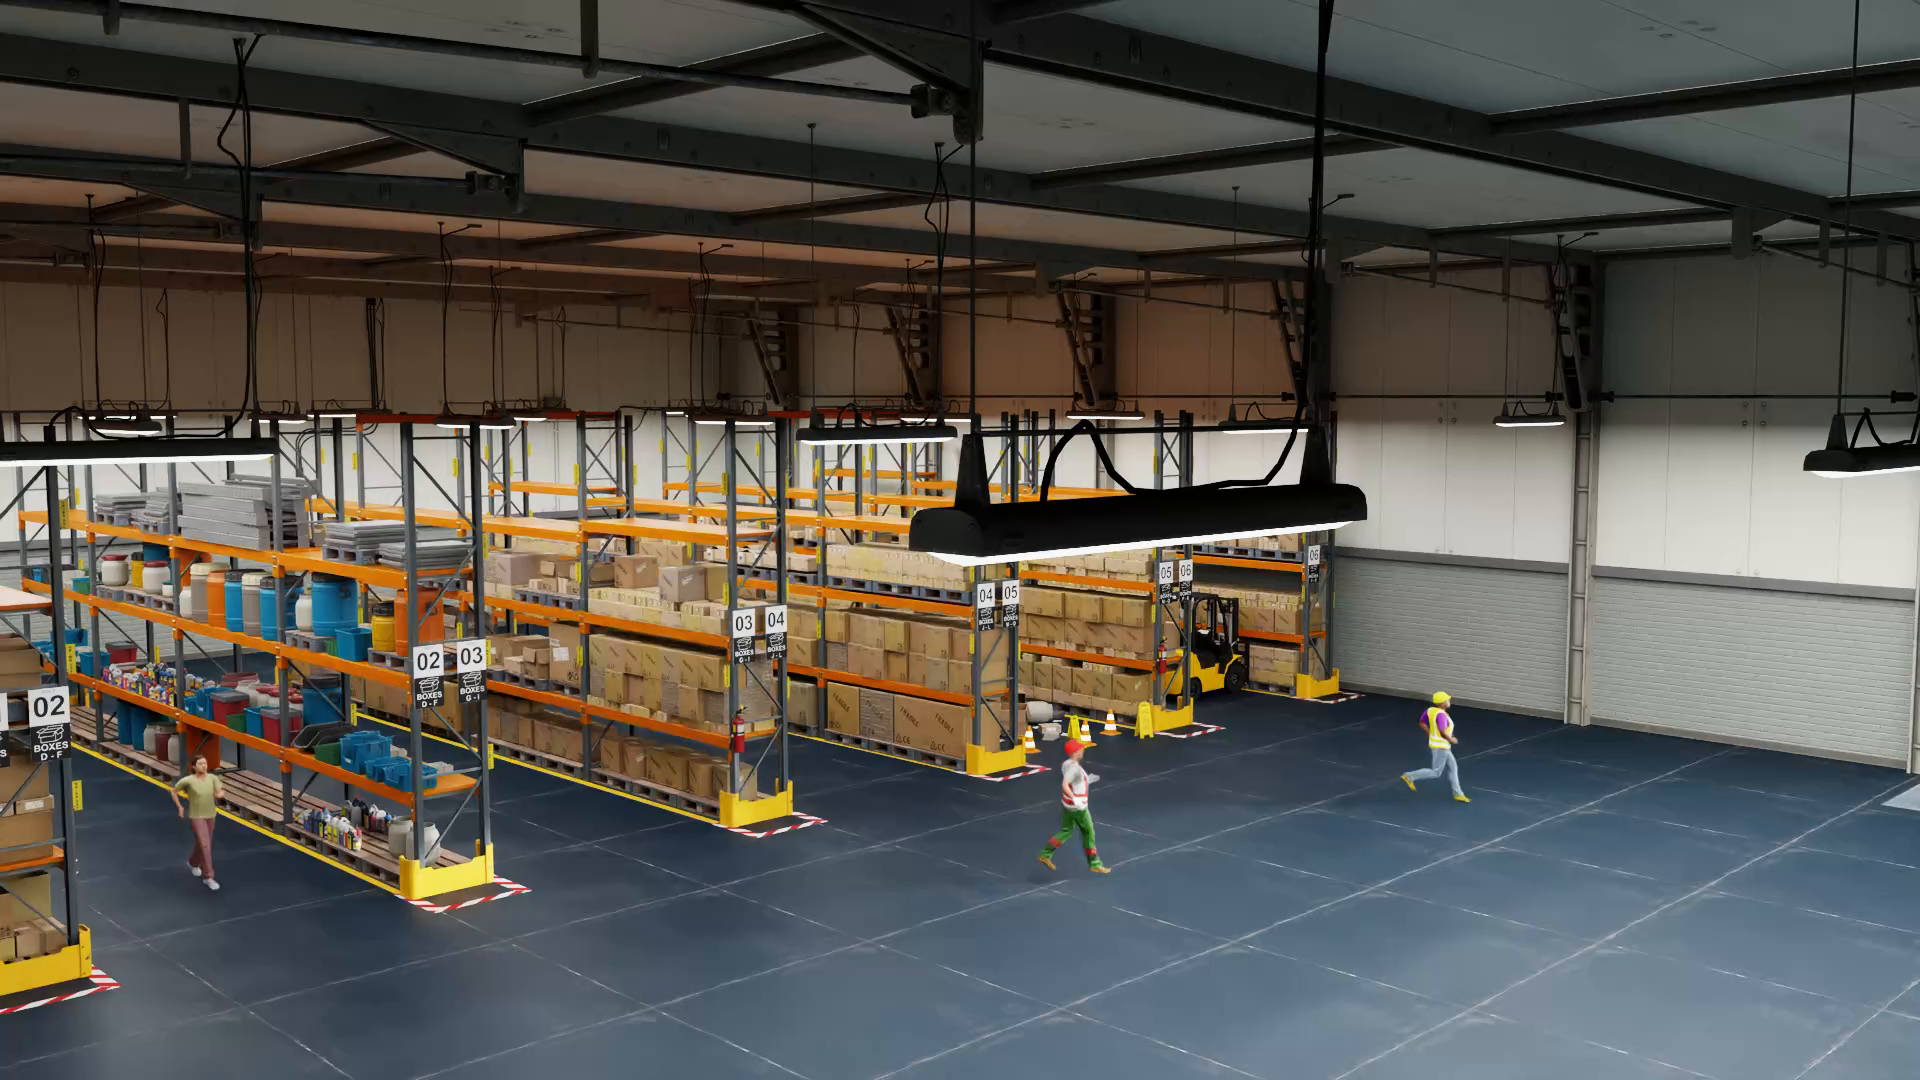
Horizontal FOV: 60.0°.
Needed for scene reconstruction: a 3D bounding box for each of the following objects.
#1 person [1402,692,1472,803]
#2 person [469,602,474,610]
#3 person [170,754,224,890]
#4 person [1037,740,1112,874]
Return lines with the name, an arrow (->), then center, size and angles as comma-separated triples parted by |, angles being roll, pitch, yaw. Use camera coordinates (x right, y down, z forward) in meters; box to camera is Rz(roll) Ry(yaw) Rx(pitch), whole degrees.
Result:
person -> 7.432, 3.233, 25.844 | 1.111, 1.758, 0.669 | 0, 5, 6
person -> -11.730, 2.061, 40.195 | 0.511, 1.537, 0.593 | 1, 5, 7
person -> -9.799, 3.602, 21.495 | 0.907, 1.682, 0.564 | 4, 6, 36
person -> 1.510, 3.508, 21.861 | 0.992, 1.781, 0.659 | -1, 5, -14
